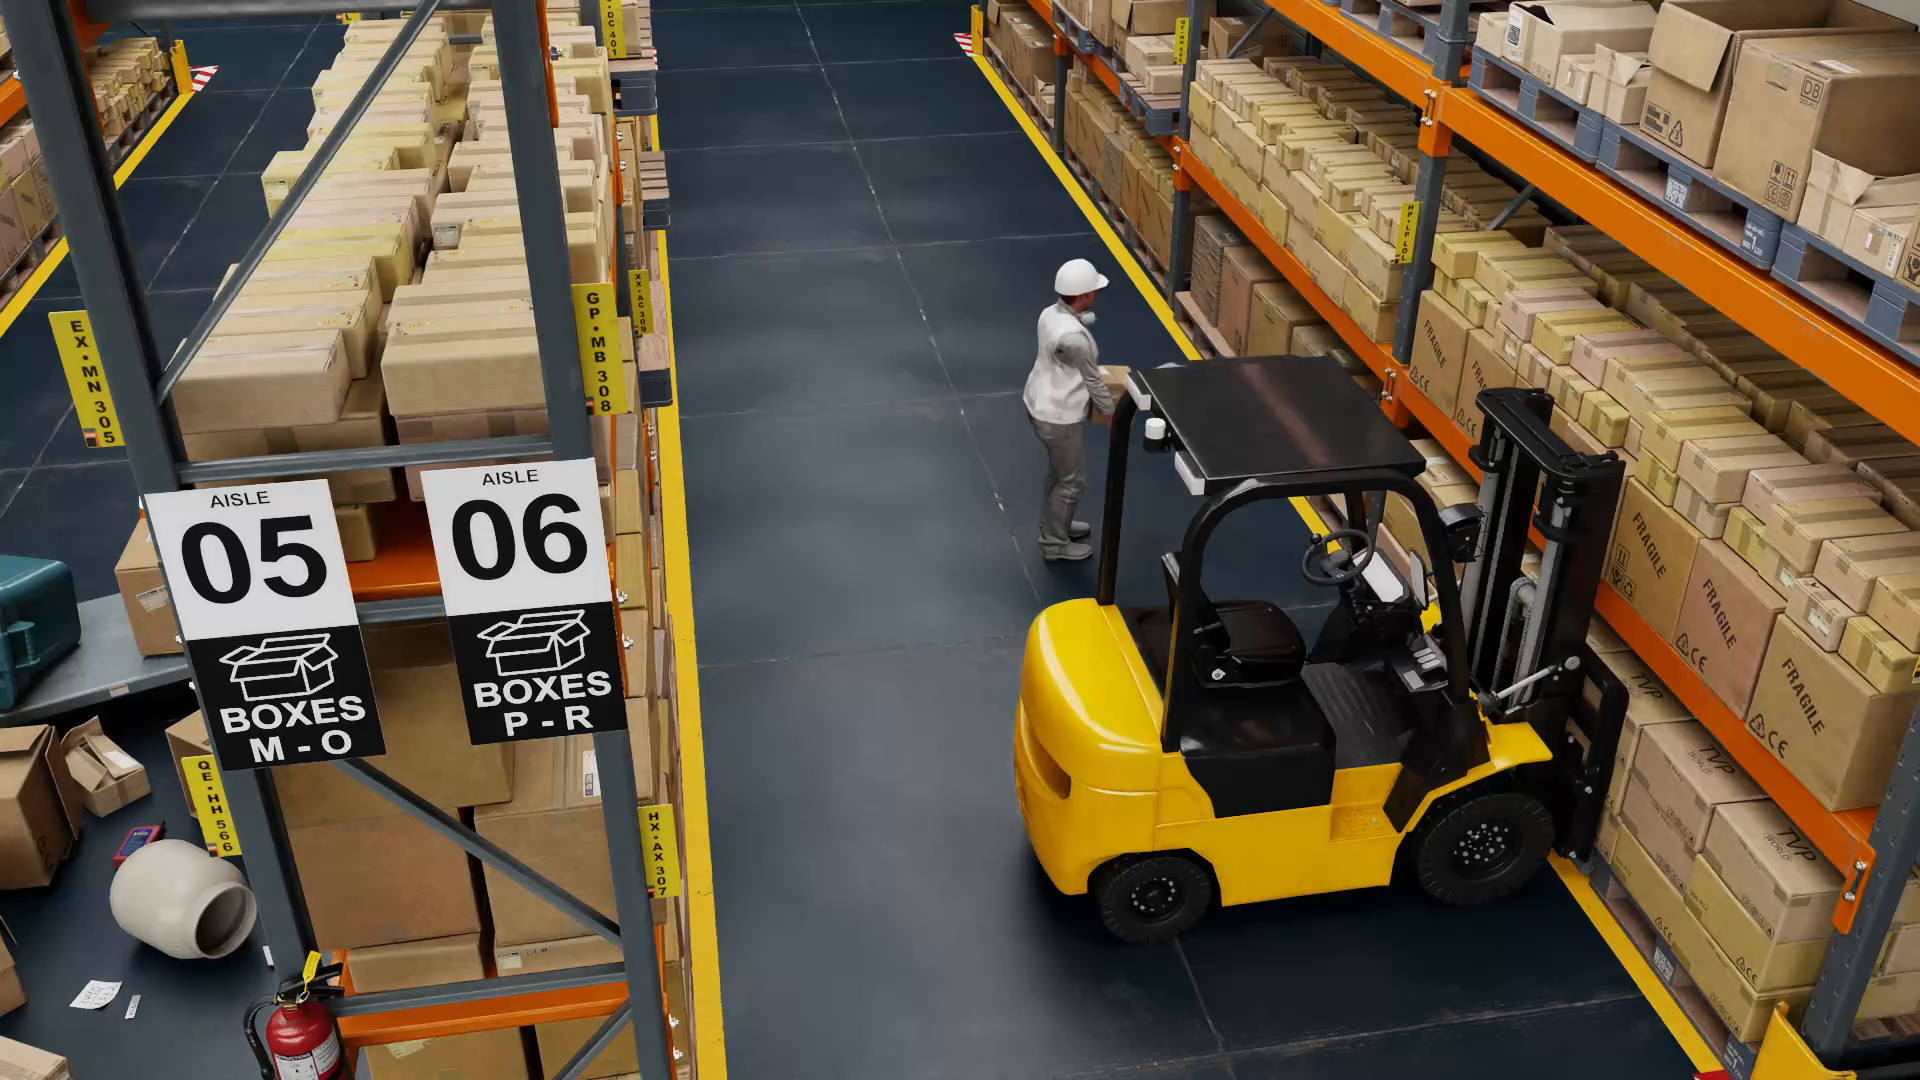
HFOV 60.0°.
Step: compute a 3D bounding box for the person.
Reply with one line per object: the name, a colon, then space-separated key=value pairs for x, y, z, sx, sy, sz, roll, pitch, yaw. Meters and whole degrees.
person: x=0.648 y=-0.745 z=9.388 sx=0.567 sy=1.768 sz=0.491 roll=-6 pitch=31 yaw=-10
